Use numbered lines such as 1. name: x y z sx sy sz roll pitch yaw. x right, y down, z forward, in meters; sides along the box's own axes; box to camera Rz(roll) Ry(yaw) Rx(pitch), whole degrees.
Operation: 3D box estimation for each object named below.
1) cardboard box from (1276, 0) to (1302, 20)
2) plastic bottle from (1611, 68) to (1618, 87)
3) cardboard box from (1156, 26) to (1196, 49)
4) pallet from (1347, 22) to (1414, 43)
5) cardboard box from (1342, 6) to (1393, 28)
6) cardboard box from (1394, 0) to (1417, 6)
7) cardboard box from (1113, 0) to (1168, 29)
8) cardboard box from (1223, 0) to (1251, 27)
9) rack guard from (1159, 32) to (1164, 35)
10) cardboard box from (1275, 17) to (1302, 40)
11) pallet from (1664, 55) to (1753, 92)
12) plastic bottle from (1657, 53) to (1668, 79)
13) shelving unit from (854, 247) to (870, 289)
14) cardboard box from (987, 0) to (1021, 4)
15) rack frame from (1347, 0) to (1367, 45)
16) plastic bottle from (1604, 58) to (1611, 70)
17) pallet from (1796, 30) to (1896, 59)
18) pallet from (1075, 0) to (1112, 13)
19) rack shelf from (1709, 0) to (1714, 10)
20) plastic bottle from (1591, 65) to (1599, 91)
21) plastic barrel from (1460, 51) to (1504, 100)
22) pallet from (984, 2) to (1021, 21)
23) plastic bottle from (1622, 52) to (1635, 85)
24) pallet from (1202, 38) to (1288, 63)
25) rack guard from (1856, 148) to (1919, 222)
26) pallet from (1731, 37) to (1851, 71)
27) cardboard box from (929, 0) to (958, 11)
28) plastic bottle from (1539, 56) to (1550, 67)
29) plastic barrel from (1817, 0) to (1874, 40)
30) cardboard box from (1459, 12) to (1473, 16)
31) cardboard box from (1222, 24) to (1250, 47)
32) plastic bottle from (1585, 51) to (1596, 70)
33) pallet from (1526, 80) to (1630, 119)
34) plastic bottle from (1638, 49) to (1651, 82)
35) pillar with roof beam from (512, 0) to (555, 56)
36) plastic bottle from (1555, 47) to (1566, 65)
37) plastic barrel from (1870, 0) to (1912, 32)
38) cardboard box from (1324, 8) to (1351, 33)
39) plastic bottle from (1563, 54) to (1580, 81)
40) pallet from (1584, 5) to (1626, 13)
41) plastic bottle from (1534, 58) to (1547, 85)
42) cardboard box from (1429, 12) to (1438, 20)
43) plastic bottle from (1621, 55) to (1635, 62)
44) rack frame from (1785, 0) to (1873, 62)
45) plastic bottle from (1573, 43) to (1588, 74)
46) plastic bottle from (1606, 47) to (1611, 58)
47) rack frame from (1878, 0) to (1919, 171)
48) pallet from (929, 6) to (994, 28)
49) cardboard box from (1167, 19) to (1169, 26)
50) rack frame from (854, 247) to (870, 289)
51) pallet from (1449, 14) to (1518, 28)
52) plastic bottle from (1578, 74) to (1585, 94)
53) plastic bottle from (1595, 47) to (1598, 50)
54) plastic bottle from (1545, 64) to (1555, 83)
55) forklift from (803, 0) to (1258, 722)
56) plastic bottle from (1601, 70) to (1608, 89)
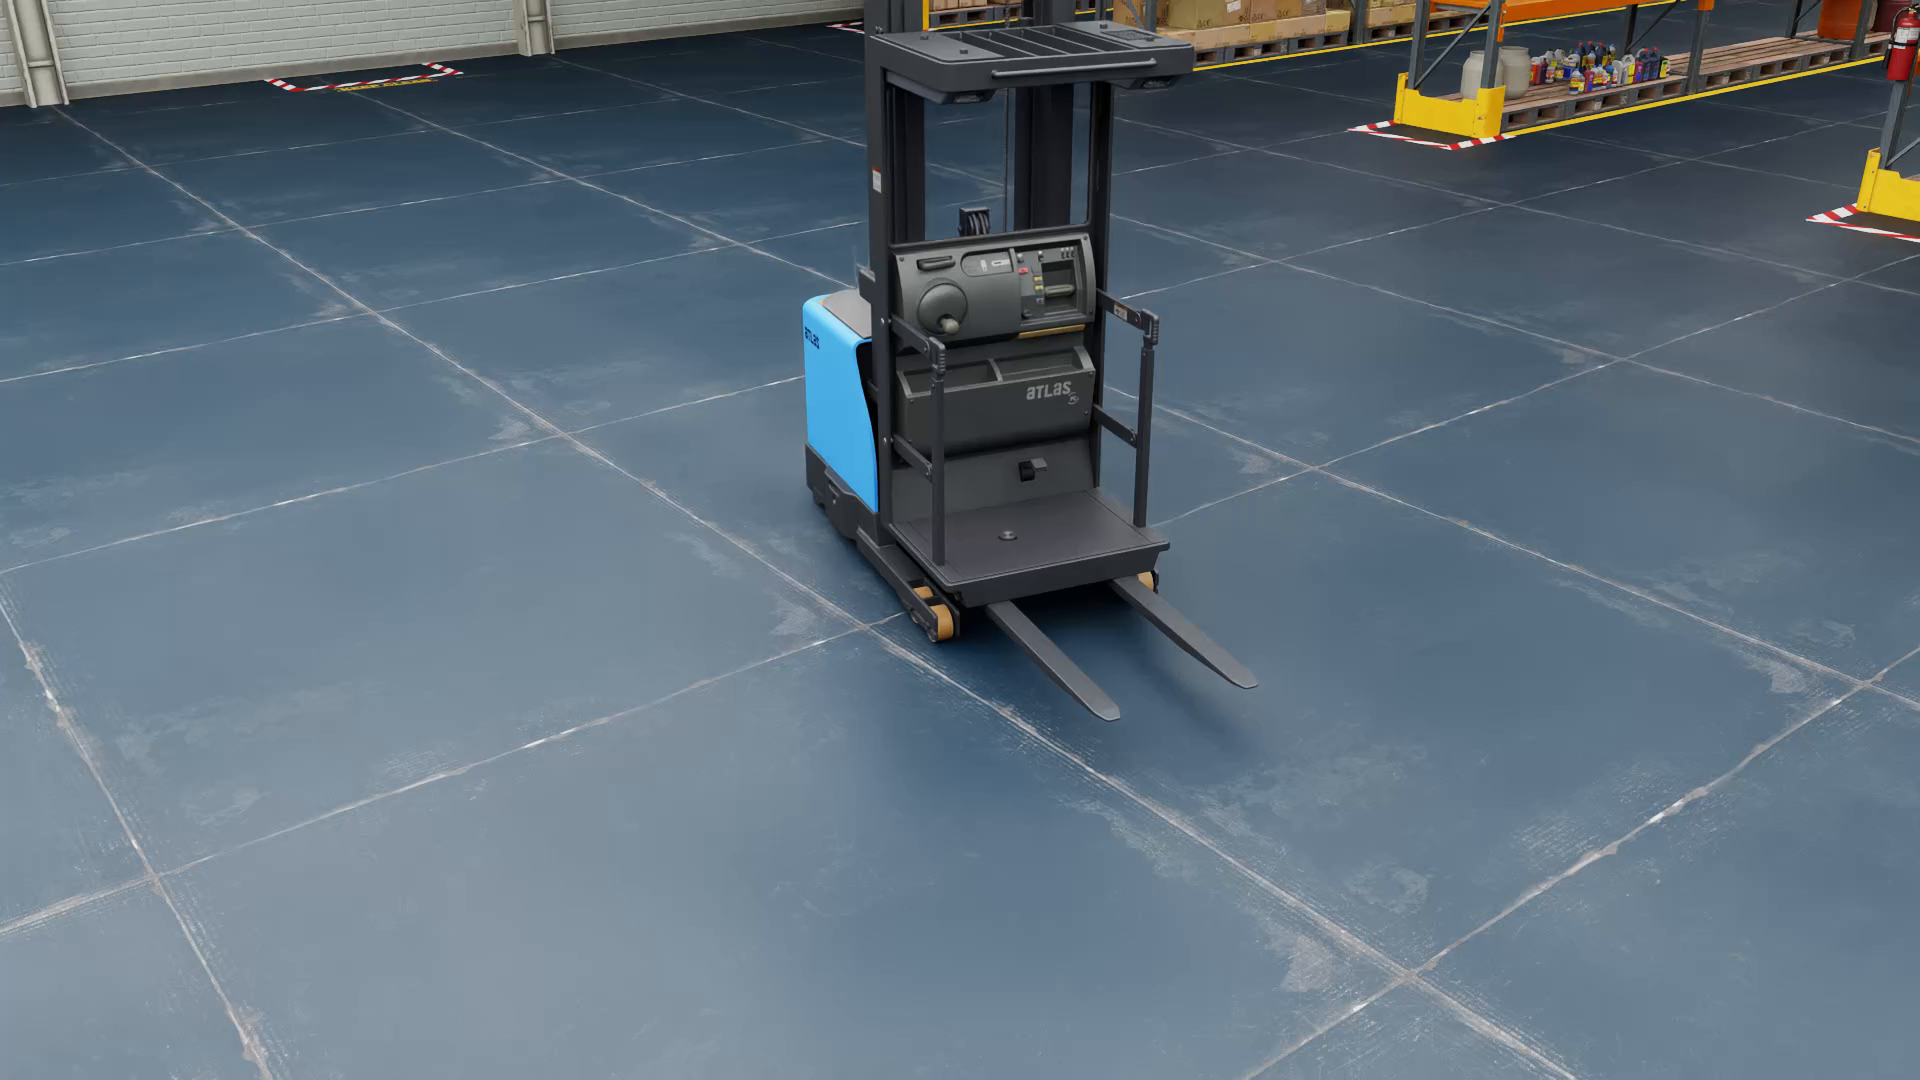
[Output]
1. cardboard box: 4.204 -7.218 22.117 0.500 0.500 0.500 -18 31 -34
2. plastic bottle: 7.339 -5.196 18.684 0.097 0.201 0.097 0 25 0
3. cardboard box: 2.637 -6.355 21.147 0.500 0.250 0.500 -18 31 -34
4. pallet: 5.781 -7.324 23.781 1.213 0.211 1.003 -18 31 -34
5. cardboard box: 5.696 -7.351 23.293 0.500 0.250 0.500 -19 31 -35
6. cardboard box: 6.101 -7.736 23.456 0.500 0.311 0.500 -19 31 -35
7. cardboard box: 2.316 -6.867 21.360 0.500 0.500 0.500 -18 31 -34
8. cardboard box: 3.415 -6.960 21.559 0.500 0.500 0.500 -18 31 -34
9. rack guard: 2.059 -6.206 21.028 0.348 0.500 1.175 -18 31 -34
10. cardboard box: 4.211 -6.874 22.266 0.500 0.250 0.500 -18 31 -34
11. pallet: 8.873 -5.695 20.270 1.213 0.211 1.003 -18 31 -34
12. plastic bottle: 8.104 -5.476 19.191 0.133 0.283 0.061 -17 30 -32
13. shelving unit: -0.413 -0.955 8.872 0.189 1.200 0.258 -10 25 -21
14. cardboard box: 0.675 -8.524 25.499 0.500 0.500 0.700 -21 32 -37
15. rack frame: 5.225 -8.385 22.754 0.127 3.000 1.000 -18 31 -34
16. plastic bottle: 7.348 -5.308 18.829 0.133 0.283 0.061 -18 31 -34
17. pallet: 12.021 -6.736 22.513 1.213 0.211 1.003 -18 31 -34
18. pallet: 1.659 -8.574 26.474 1.213 0.211 1.003 -18 31 -34
19. rack shelf: 9.853 -6.936 20.487 4.000 0.370 1.077 -18 31 -34
20. plastic bottle: 7.020 -5.123 18.443 0.097 0.271 0.097 0 25 0
21. plastic barrel: 5.602 -4.962 17.836 0.421 0.512 0.421 0 25 0
22. pallet: 0.698 -8.255 25.787 1.213 0.211 1.003 -18 31 -34
23. plastic bottle: 7.545 -5.345 18.827 0.185 0.351 0.144 -18 31 -34
24. pallet: 3.613 -6.609 22.239 1.213 0.211 1.003 -18 31 -34
25. rack guard: 8.247 -2.949 14.011 0.348 0.500 1.175 -18 31 -34
26. pallet: 10.793 -6.329 21.636 1.213 0.211 1.003 -18 31 -34
27. cardboard box: -0.382 -8.116 24.845 0.500 0.311 0.500 -23 33 -40
28. plastic bottle: 6.630 -5.383 18.998 0.135 0.276 0.152 -19 31 -35
29. plastic barrel: 11.801 -7.121 22.109 0.708 0.830 0.600 -18 31 -34
30. cardboard box: 7.309 -7.885 24.444 0.500 0.250 0.500 -17 30 -33
31. cardboard box: 3.422 -6.616 21.709 0.500 0.250 0.500 -18 31 -34
32. plastic bottle: 7.348 -5.555 19.375 0.097 0.271 0.097 0 25 0
33. pallet: 6.764 -4.999 18.770 1.213 0.211 1.003 -18 31 -34
34. plastic bottle: 7.799 -5.428 19.008 0.185 0.351 0.144 -20 32 -37
35. pillar with roof beam: -3.030 -9.191 17.364 0.400 9.000 9.100 -18 31 -34
36. plastic bottle: 6.905 -5.509 19.182 0.185 0.351 0.144 -19 31 -34
37. plastic barrel: 12.690 -7.305 22.792 0.708 0.588 0.600 -18 31 -34
38. cardboard box: 4.995 -7.135 22.829 0.500 0.250 0.500 -18 31 -34
39. plastic bottle: 7.016 -5.433 19.106 0.135 0.276 0.152 -18 31 -34
40. pallet: 9.943 -8.656 26.650 1.213 0.211 1.003 -18 31 -34
41. plastic bottle: 6.587 -5.315 18.843 0.133 0.283 0.061 -18 31 -34
42. cardboard box: 6.505 -7.619 23.870 0.500 0.250 0.500 -19 31 -36
43. plastic bottle: 7.688 -5.437 19.115 0.135 0.276 0.152 -18 31 -34
44. rack frame: 11.427 -7.782 21.455 0.127 3.000 1.000 -18 31 -34
45. plastic bottle: 7.239 -5.620 19.420 0.185 0.351 0.144 -20 31 -36
46. plastic bottle: 7.586 -5.645 19.554 0.133 0.283 0.061 -18 31 -34
47. rack frame: 8.188 -4.063 13.442 0.127 3.000 1.000 -18 31 -34
48. pallet: -0.261 -7.940 25.108 1.213 0.211 1.003 -18 31 -34
49. cardboard box: 2.703 -6.660 21.805 0.500 0.250 0.500 -18 31 -34
50. rack frame: -0.497 -0.940 8.839 0.006 1.200 0.240 -10 25 -21
51. pallet: 7.701 -7.958 25.147 1.213 0.211 1.003 -18 31 -34
52. plastic bottle: 6.832 -5.029 18.324 0.097 0.201 0.097 0 25 0
53. plastic bottle: 7.520 -5.677 19.631 0.135 0.276 0.152 -17 30 -32
54. plastic bottle: 6.722 -5.313 18.935 0.097 0.201 0.097 0 25 0
55. forklift: 0.253 -1.087 7.110 1.130 2.935 3.031 -10 27 -21
56. plastic bottle: 7.177 -5.143 18.569 0.097 0.201 0.097 0 25 0
